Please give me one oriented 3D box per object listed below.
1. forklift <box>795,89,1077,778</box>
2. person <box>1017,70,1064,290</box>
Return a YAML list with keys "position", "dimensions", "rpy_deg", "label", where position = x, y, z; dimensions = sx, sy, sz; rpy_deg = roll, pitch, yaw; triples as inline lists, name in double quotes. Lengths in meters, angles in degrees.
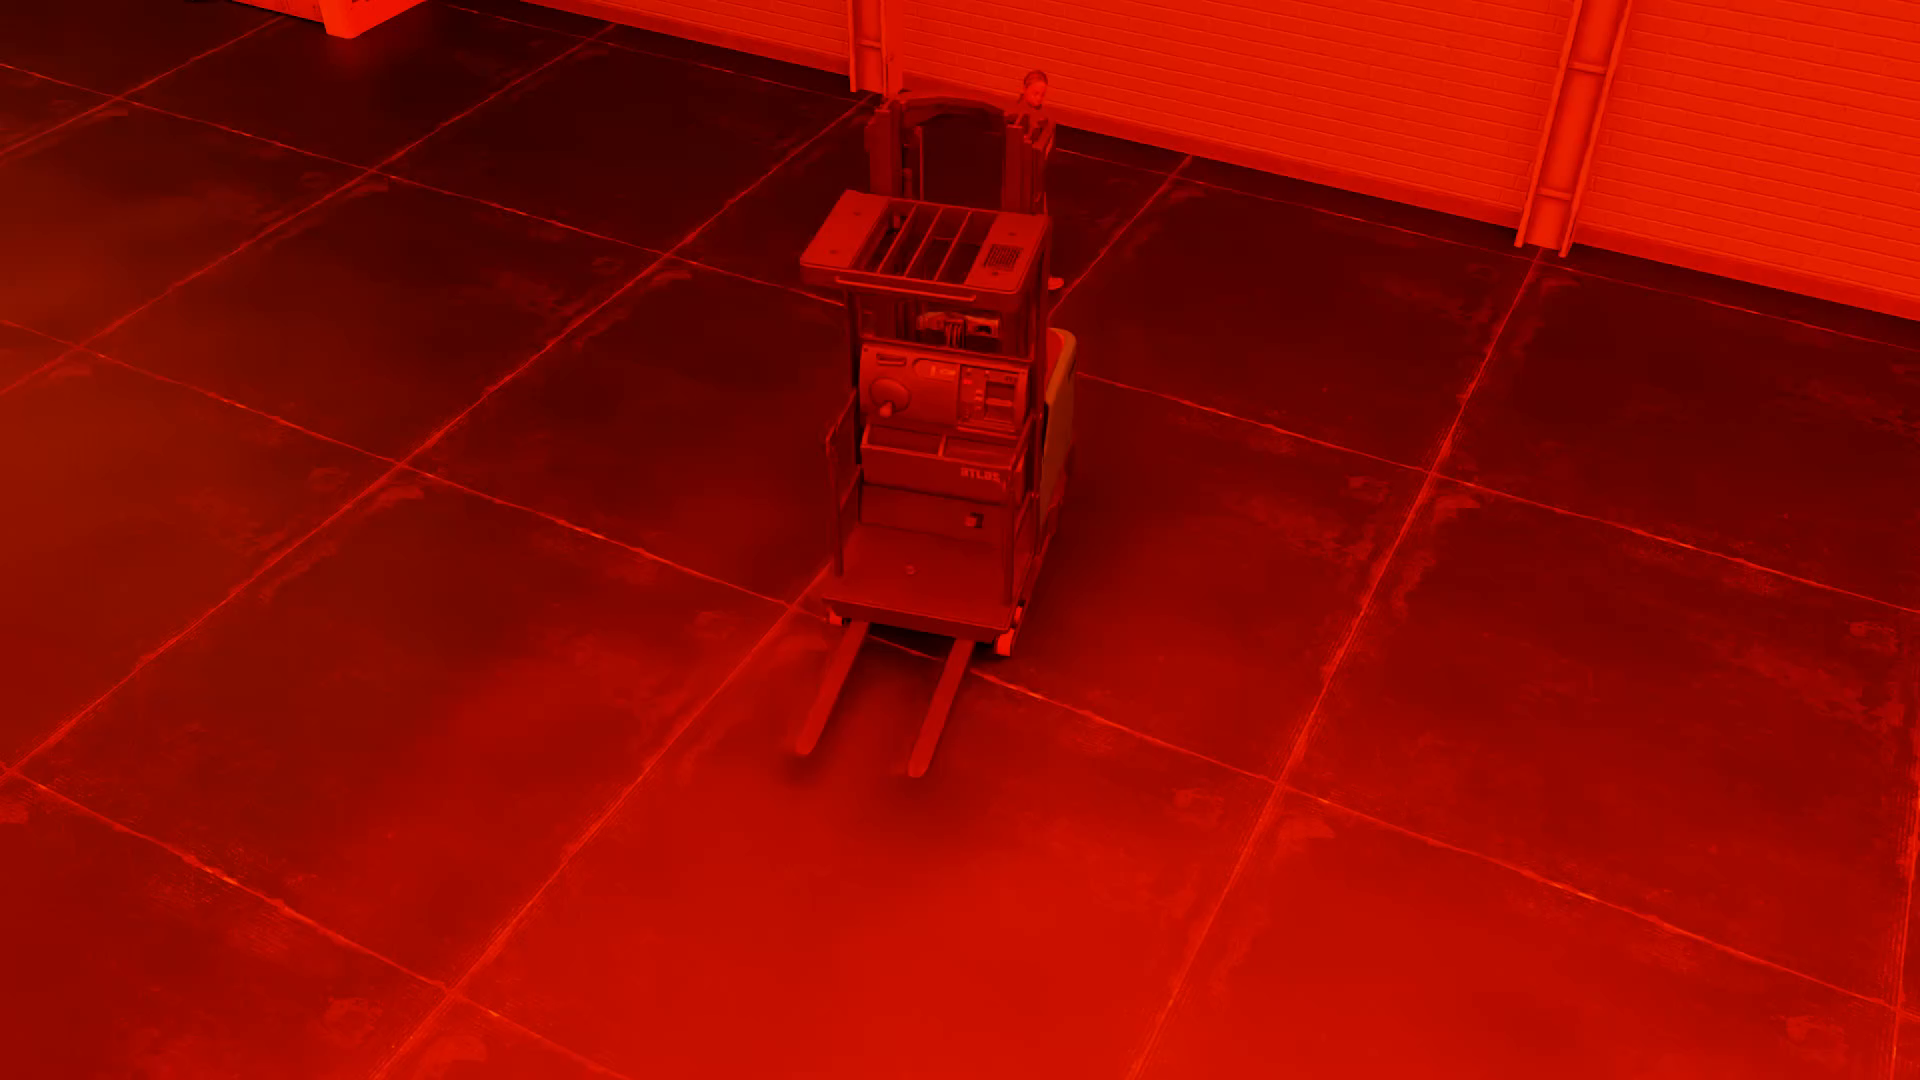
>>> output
- position: [-0.144, -0.737, 8.861]
  dimensions: [1.130, 2.935, 3.031]
  rpy_deg: [10, 41, 11]
  label: "forklift"
- position: [0.544, -2.627, 12.114]
  dimensions: [0.471, 1.638, 0.664]
  rpy_deg: [-1, 40, -1]
  label: "person"
